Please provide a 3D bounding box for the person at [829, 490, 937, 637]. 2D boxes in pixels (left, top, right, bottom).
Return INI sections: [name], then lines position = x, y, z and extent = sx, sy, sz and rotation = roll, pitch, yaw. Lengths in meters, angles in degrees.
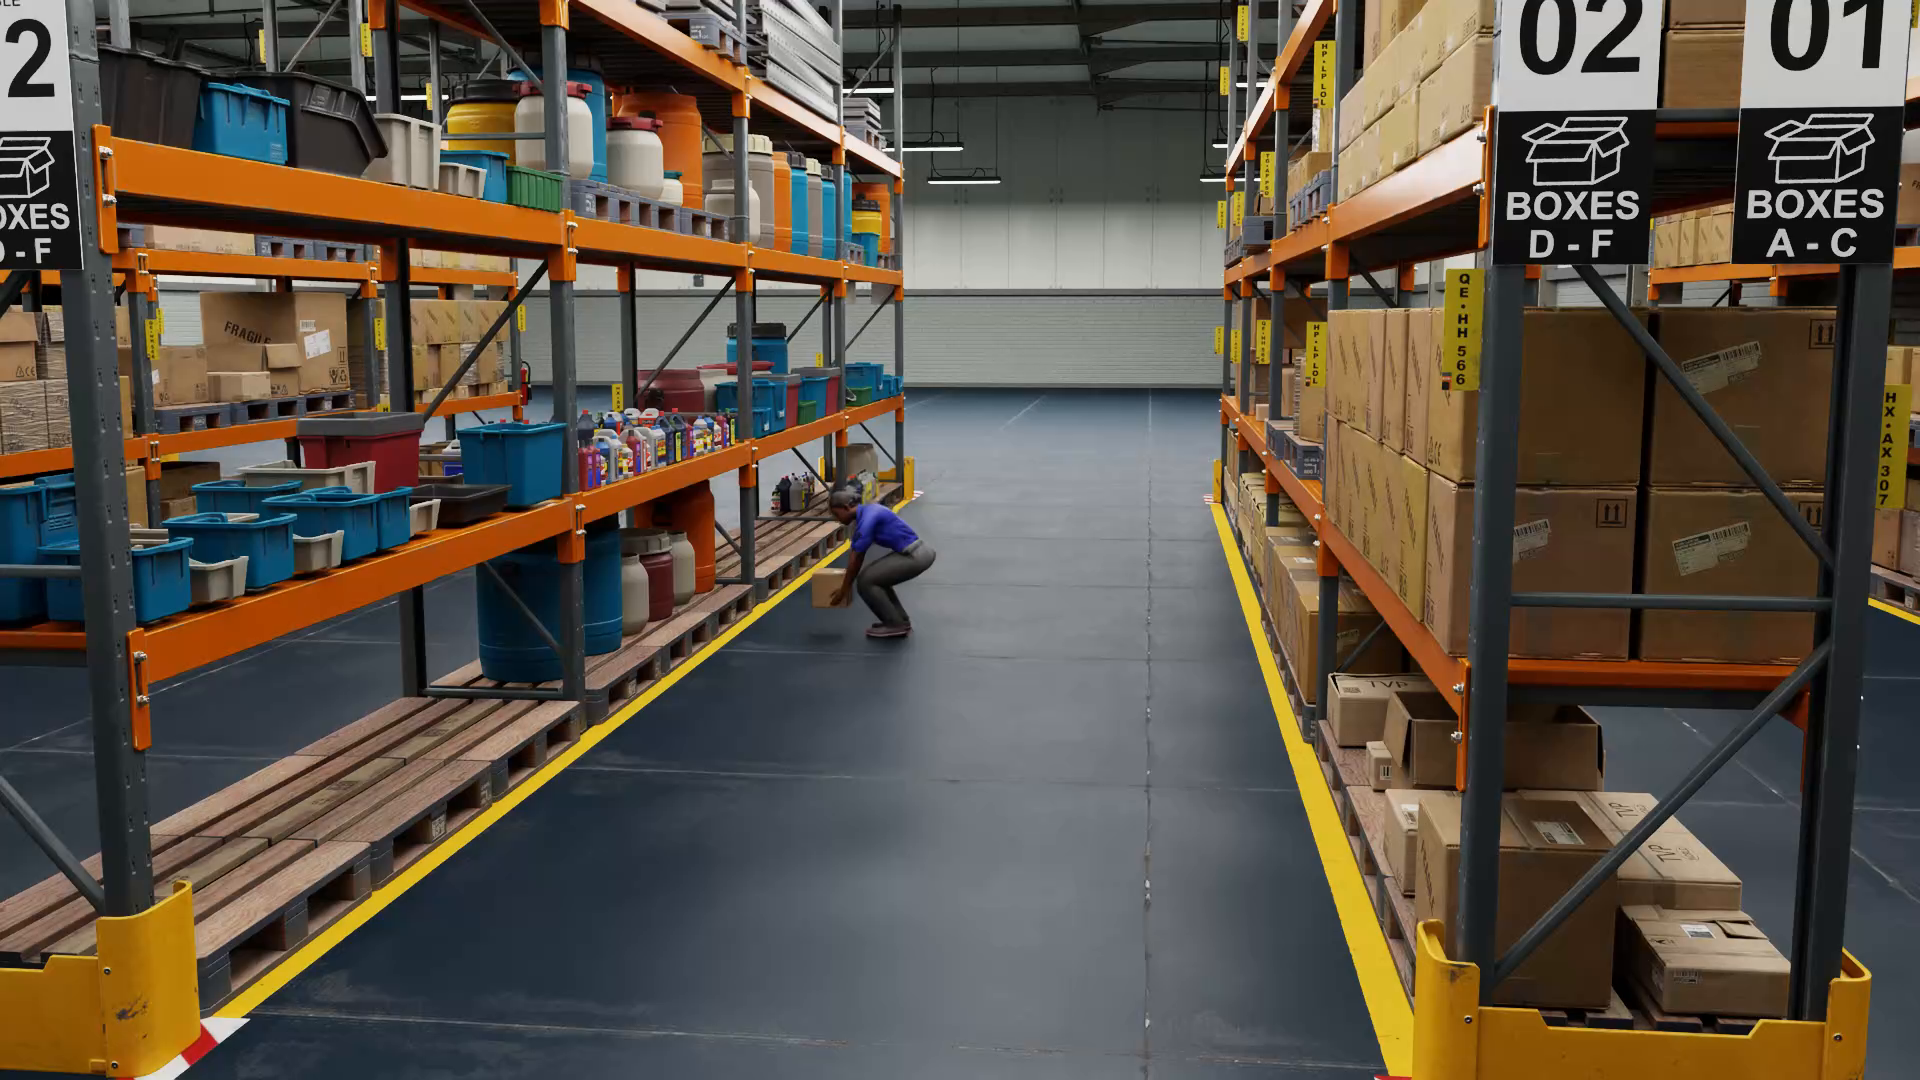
[person]
position = -0.555, 0.166, 11.913
extent = 0.755, 1.043, 0.488
rotation = 1, 8, 6
